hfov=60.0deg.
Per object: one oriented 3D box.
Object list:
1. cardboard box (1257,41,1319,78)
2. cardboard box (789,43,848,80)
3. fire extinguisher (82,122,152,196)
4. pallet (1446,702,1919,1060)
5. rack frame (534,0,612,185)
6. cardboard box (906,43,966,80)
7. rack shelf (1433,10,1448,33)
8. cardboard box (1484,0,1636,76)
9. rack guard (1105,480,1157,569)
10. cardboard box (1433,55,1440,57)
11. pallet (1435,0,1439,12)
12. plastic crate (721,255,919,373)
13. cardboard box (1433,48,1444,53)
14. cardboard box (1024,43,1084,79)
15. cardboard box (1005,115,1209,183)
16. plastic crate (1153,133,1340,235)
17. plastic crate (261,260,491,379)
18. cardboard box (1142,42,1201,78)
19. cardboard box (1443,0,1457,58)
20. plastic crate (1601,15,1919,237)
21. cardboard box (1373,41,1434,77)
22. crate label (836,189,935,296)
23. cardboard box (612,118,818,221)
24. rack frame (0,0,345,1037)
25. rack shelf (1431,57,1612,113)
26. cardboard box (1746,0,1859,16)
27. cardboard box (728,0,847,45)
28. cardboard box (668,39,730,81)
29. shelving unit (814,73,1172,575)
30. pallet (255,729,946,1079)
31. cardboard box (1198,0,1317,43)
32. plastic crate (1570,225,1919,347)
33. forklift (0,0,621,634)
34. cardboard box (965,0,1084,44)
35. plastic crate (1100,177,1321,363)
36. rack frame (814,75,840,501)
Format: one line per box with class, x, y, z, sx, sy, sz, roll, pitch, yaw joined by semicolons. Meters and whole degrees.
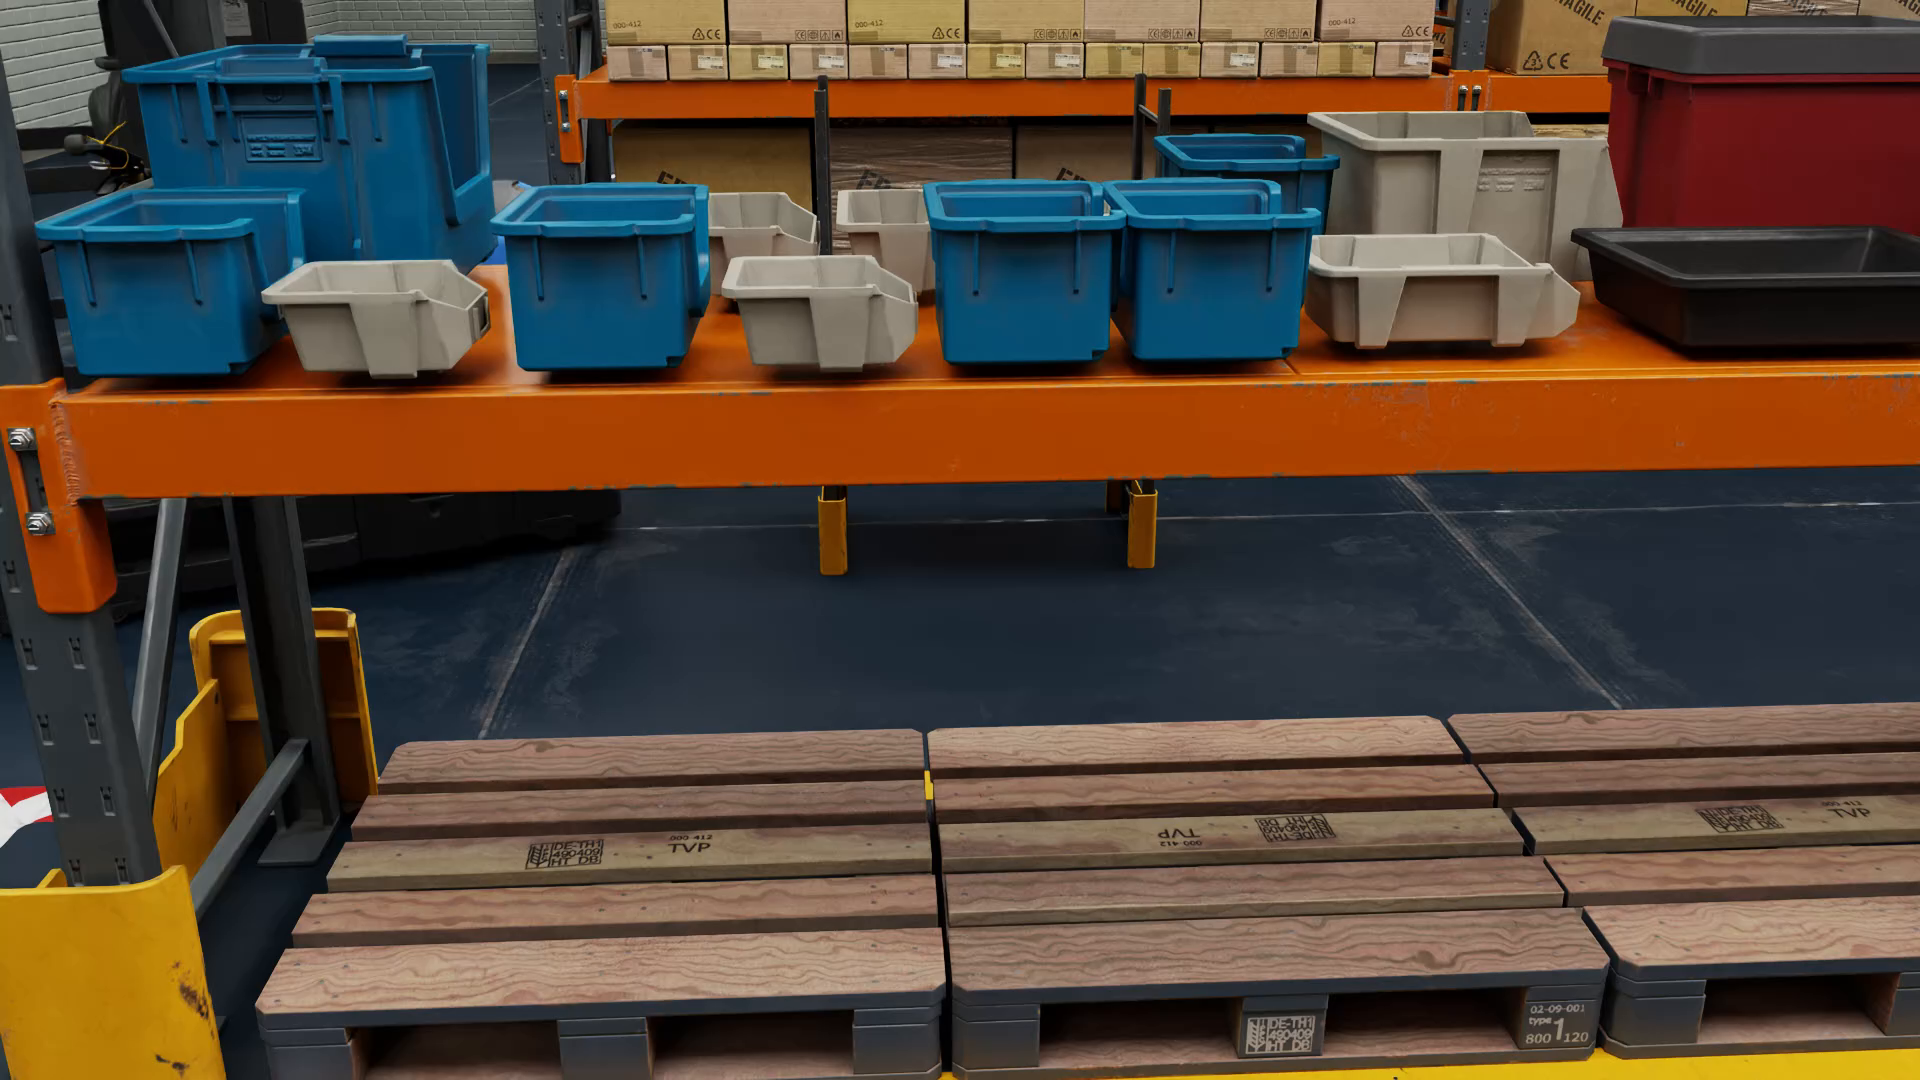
cardboard box;1.428;-2.164;7.443;0.250;0.149;0.380;-2;21;-4
cardboard box;-0.621;-2.123;7.334;0.250;0.149;0.380;-1;21;-4
fire extinguisher;-1.660;-0.522;3.409;0.183;0.674;0.296;-1;21;-3
pallet;1.778;0.677;3.547;1.213;0.211;1.003;-1;21;-3
rack frame;-1.766;-2.334;7.534;0.127;3.000;1.000;-1;21;-3
cardboard box;-0.110;-2.133;7.361;0.250;0.149;0.380;-1;21;-4
rack shelf;4.041;-3.883;12.616;4.000;0.370;1.077;-1;21;-3
cardboard box;2.701;-2.382;7.521;0.500;0.500;0.500;-1;21;-3
rack guard;0.573;-0.128;5.607;0.087;0.250;0.587;-1;21;-3
cardboard box;3.329;-3.490;12.441;0.500;0.250;0.500;-1;21;-2
pallet;2.816;-4.053;12.320;1.213;0.211;1.003;-1;21;-3
plastic crate;-0.216;-0.358;2.631;0.298;0.136;0.250;-1;21;-3
cardboard box;3.815;-3.684;12.950;0.500;0.250;0.500;-2;21;-5
cardboard box;0.404;-2.144;7.389;0.250;0.149;0.380;-1;21;-2
cardboard box;0.665;-1.615;8.043;0.875;0.875;0.875;-1;21;-3
plastic crate;0.552;-0.657;3.281;0.300;0.233;0.416;-1;21;-3
plastic crate;-0.893;-0.344;2.595;0.298;0.136;0.250;-1;21;-3
cardboard box;0.914;-2.154;7.415;0.250;0.149;0.380;-1;21;-2
cardboard box;2.678;-2.568;8.010;0.500;0.500;0.500;-1;21;-3
plastic crate;1.604;-0.784;3.291;0.583;0.464;0.402;-1;21;-3
cardboard box;1.941;-2.175;7.471;0.250;0.149;0.380;-1;21;-3
crate label;-0.113;-0.575;3.201;0.243;0.136;0.396;-1;21;-3
cardboard box;-1.132;-1.578;7.947;0.875;0.875;0.875;-1;21;-3
rack frame;-1.484;-0.574;2.913;0.127;3.000;1.000;-1;21;-3
rack shelf;4.224;-2.119;7.983;4.000;0.370;1.077;-1;21;-3
cardboard box;3.702;-2.403;7.575;0.500;0.500;0.500;-2;21;-4
cardboard box;-0.753;-2.329;7.316;0.500;0.250;0.500;-1;21;-4
cardboard box;-1.137;-2.112;7.305;0.250;0.149;0.380;-1;21;-4
shelving unit;0.076;-0.702;5.358;1.083;1.500;0.587;-1;21;-3
pallet;-0.658;0.726;3.417;1.213;0.211;1.003;-1;21;-3
cardboard box;1.285;-2.370;7.423;0.500;0.250;0.500;-1;21;-1
plastic crate;1.408;-0.437;2.854;0.590;0.125;0.437;-1;21;-3
forklift;-2.703;-1.296;4.904;3.031;2.935;1.130;-11;23;-26
cardboard box;0.269;-2.351;7.372;0.500;0.250;0.500;-2;21;-4
plastic crate;0.396;-0.445;2.725;0.300;0.233;0.416;-1;21;-3
rack frame;-0.422;-0.692;5.332;0.032;1.500;0.500;-1;21;-3
